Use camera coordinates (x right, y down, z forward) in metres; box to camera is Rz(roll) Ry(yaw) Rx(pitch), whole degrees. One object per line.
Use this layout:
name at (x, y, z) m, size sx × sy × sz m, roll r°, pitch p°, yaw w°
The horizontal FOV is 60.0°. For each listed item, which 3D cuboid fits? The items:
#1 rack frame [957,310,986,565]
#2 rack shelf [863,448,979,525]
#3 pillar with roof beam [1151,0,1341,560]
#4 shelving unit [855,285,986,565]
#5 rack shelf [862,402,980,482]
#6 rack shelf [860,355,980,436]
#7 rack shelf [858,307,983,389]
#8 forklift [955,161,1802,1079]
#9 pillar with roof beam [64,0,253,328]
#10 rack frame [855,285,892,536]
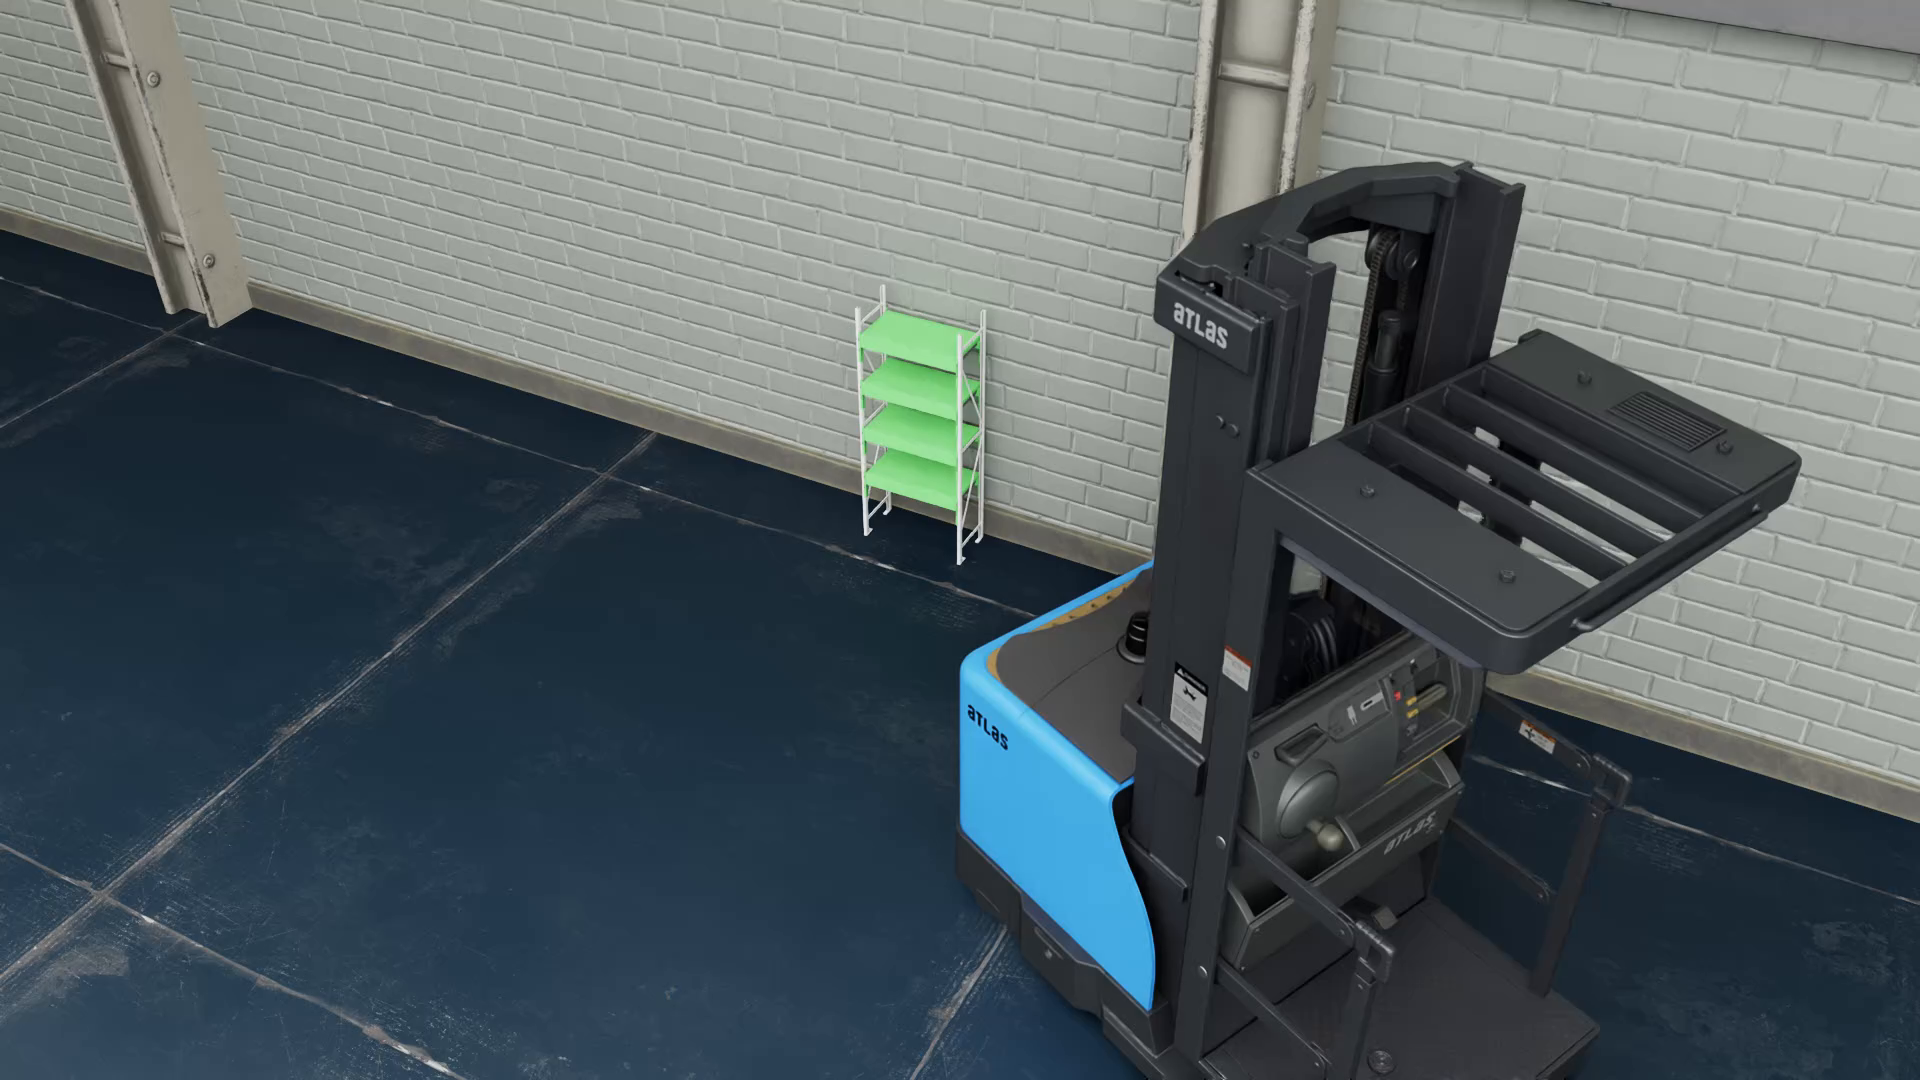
rack frame at (0.049, -0.431, 7.325) m, size 0.015 × 1.200 × 0.240 m, roll 17°, pitch 40°, yaw 21°
rack shelf at (-0.169, -0.255, 7.595) m, size 0.480 × 0.148 × 0.258 m, roll 17°, pitch 40°, yaw 21°
pillar with roof beam at (-0.924, -0.928, 1.530) m, size 0.400 × 9.000 × 9.100 m, roll 17°, pitch 41°, yaw 21°
shelving unit at (-0.169, -0.498, 7.413) m, size 0.503 × 1.200 × 0.258 m, roll 17°, pitch 40°, yaw 21°
rack shelf at (-0.169, -0.447, 7.451) m, size 0.480 × 0.148 × 0.258 m, roll 17°, pitch 40°, yaw 21°
rack shelf at (-0.168, -0.639, 7.307) m, size 0.480 × 0.148 × 0.258 m, roll 17°, pitch 40°, yaw 21°
rack shelf at (-0.168, -0.830, 7.162) m, size 0.480 × 0.148 × 0.258 m, roll 17°, pitch 40°, yaw 21°
forklift at (1.277, 0.604, 4.530) m, size 1.130 × 2.935 × 3.031 m, roll -25°, pitch 44°, yaw -29°
pillar with roof beam at (-6.252, -2.596, 3.728) m, size 0.400 × 9.000 × 9.100 m, roll 17°, pitch 41°, yaw 21°
rack frame at (-0.386, -0.565, 7.500) m, size 0.015 × 1.200 × 0.240 m, roll 17°, pitch 40°, yaw 21°
